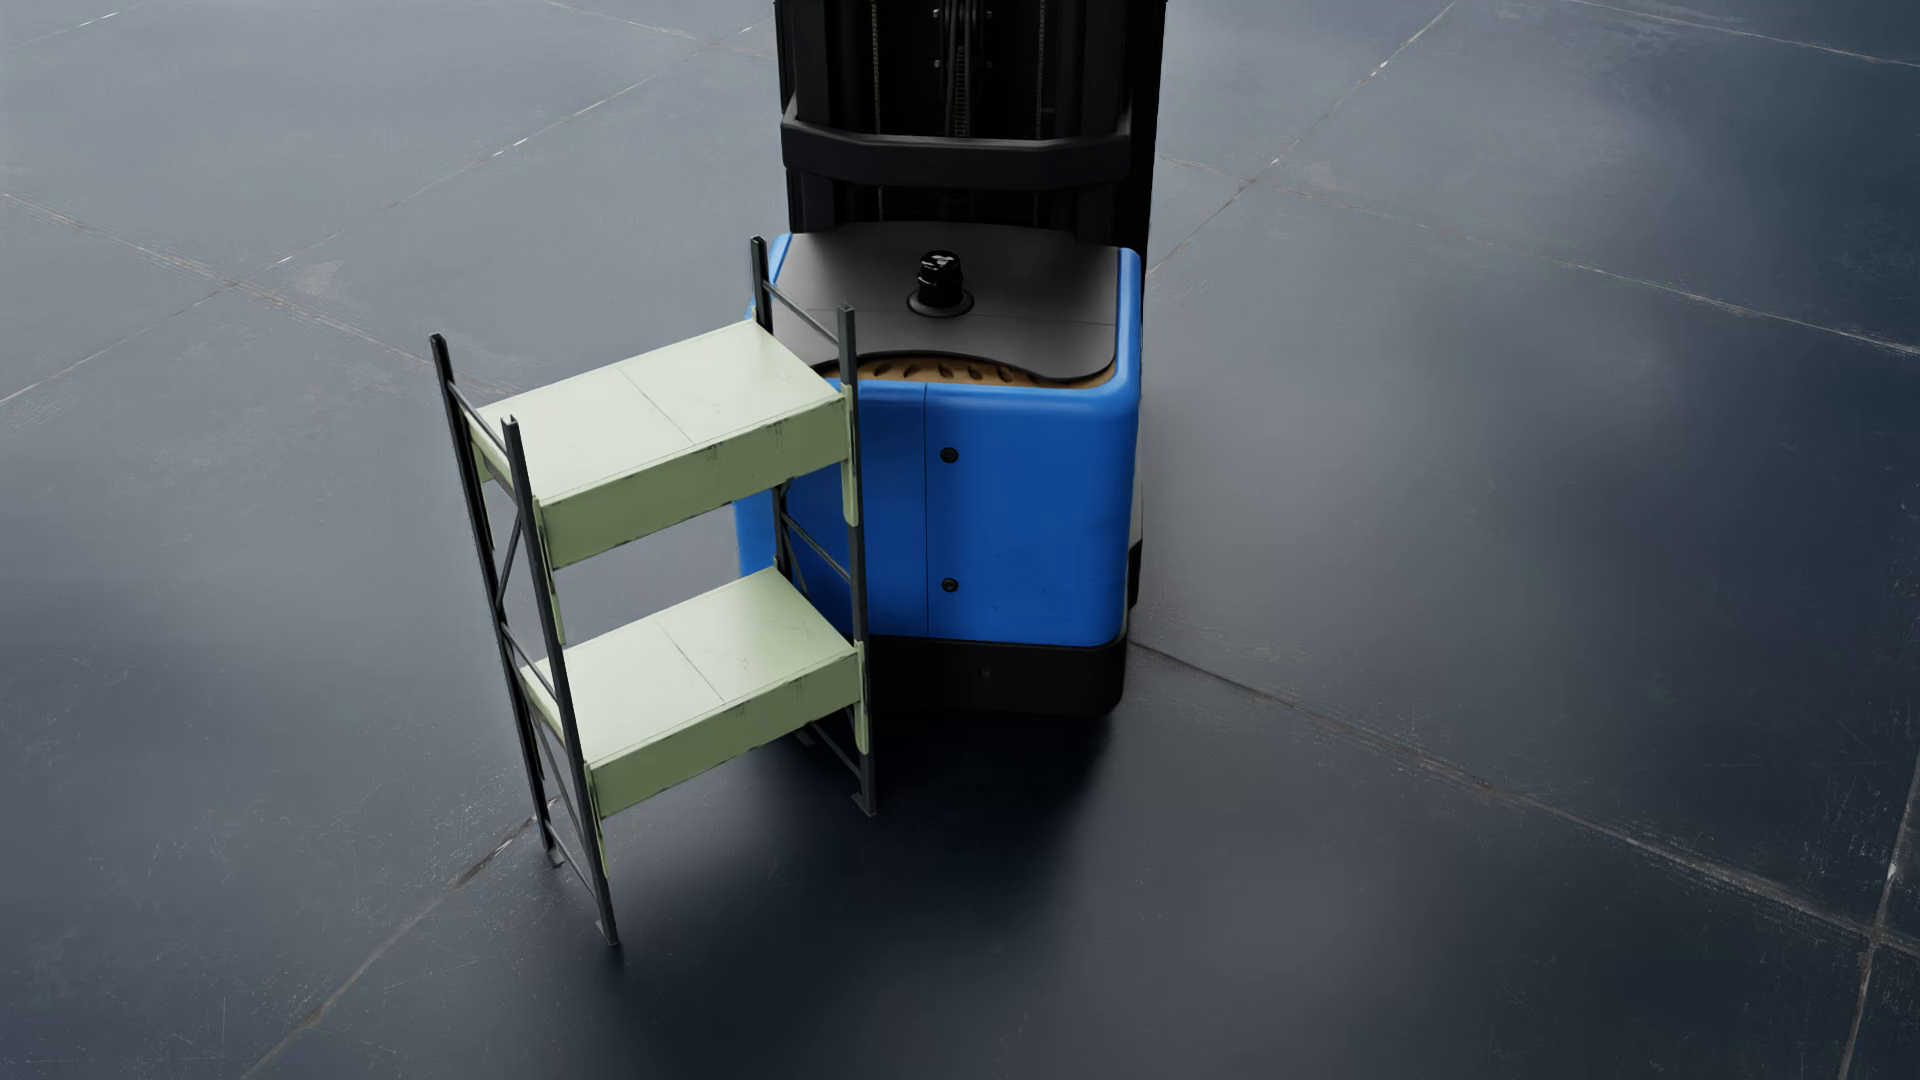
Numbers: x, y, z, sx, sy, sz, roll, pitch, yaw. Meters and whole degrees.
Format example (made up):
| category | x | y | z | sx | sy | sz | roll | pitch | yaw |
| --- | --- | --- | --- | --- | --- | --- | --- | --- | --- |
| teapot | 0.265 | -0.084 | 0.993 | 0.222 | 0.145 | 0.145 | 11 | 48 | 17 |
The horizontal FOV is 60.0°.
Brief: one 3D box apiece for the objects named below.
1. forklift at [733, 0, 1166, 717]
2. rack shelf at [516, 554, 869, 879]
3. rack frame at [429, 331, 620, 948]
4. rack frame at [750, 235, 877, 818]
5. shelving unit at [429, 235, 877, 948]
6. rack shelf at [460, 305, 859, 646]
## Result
| category | x | y | z | sx | sy | sz | roll | pitch | yaw |
| --- | --- | --- | --- | --- | --- | --- | --- | --- | --- |
| forklift | 0.049 | -1.568 | 4.883 | 1.130 | 2.935 | 3.031 | 3 | 38 | 4 |
| rack shelf | -0.640 | 0.410 | 4.024 | 0.720 | 0.370 | 0.431 | -23 | 43 | -27 |
| rack frame | -0.940 | 0.279 | 3.659 | 0.023 | 1.500 | 0.400 | -23 | 43 | -27 |
| rack frame | -0.339 | 0.024 | 3.990 | 0.023 | 1.500 | 0.400 | -23 | 43 | -27 |
| shelving unit | -0.640 | 0.152 | 3.825 | 0.755 | 1.500 | 0.431 | -23 | 43 | -27 |
| rack shelf | -0.640 | -0.157 | 3.587 | 0.720 | 0.370 | 0.431 | -23 | 43 | -27 |
